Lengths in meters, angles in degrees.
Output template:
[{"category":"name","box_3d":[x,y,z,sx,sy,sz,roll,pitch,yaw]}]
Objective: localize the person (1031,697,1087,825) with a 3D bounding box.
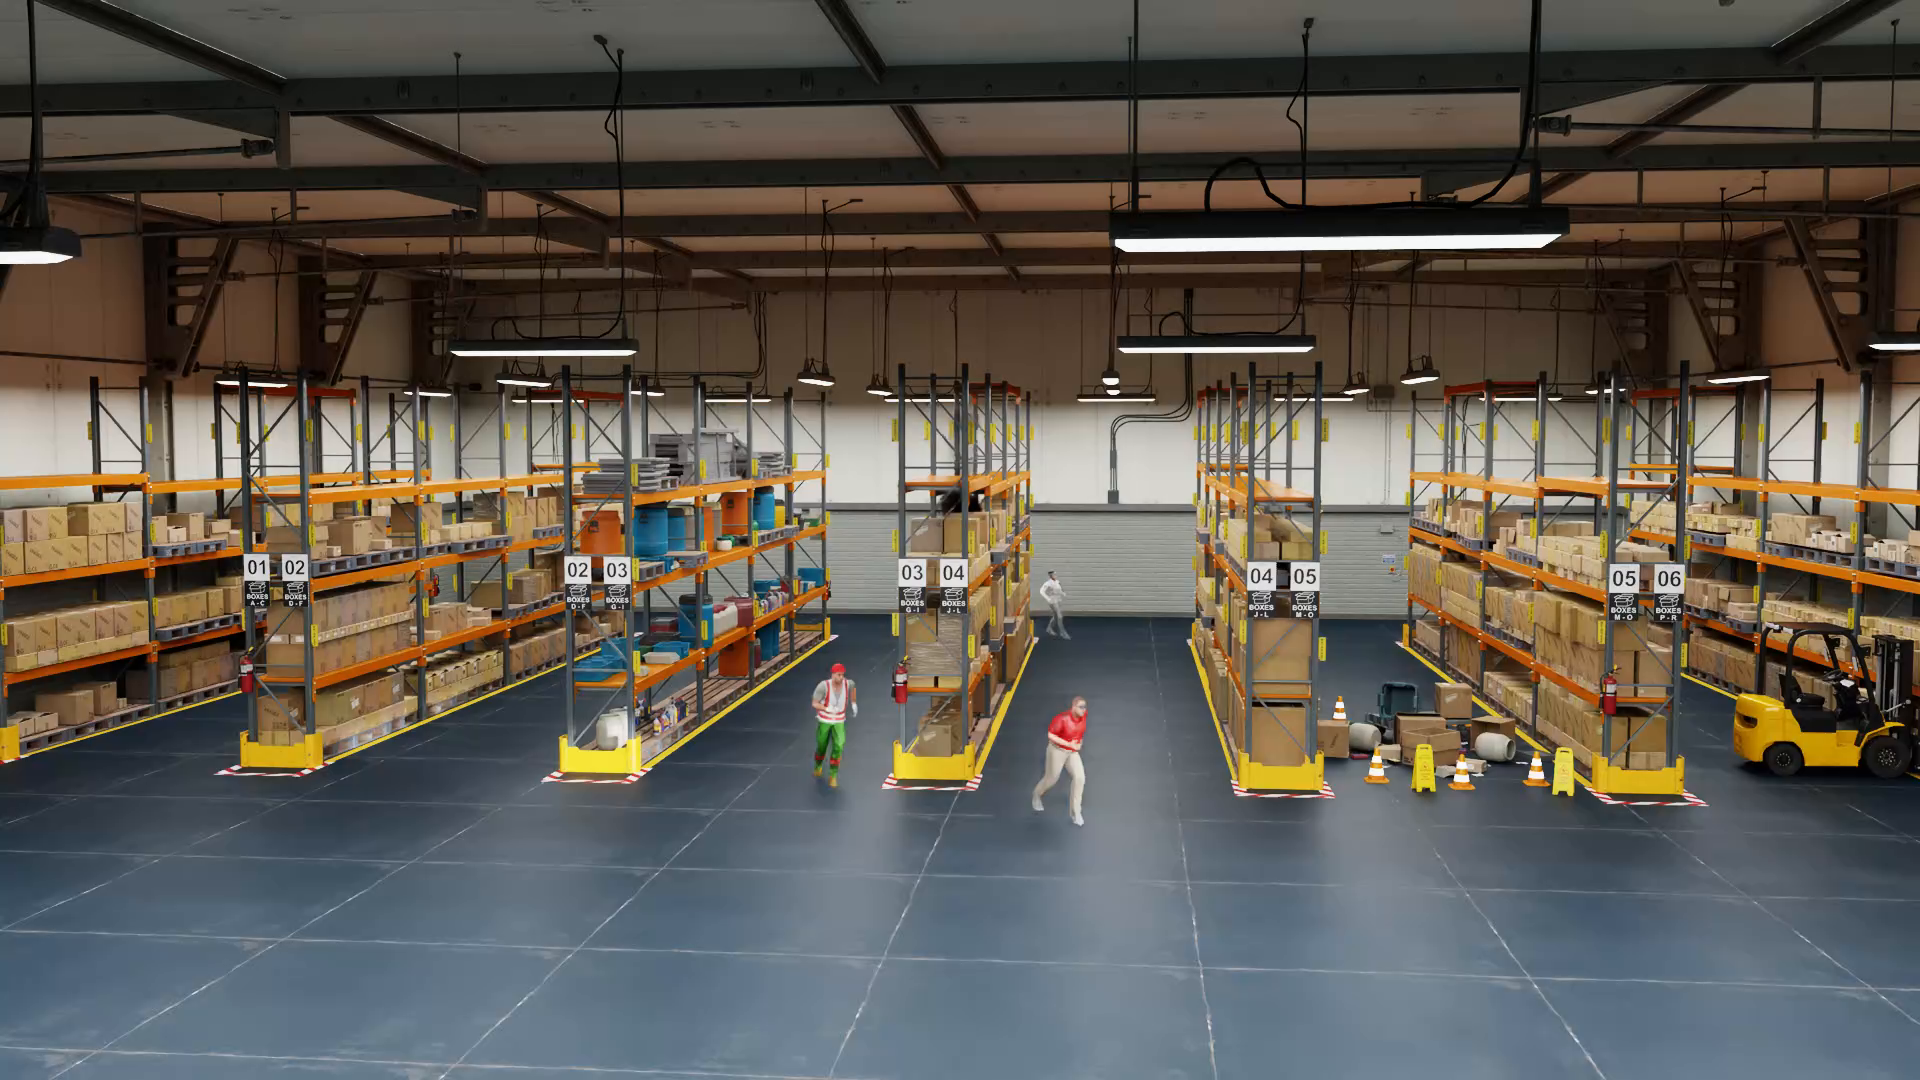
[{"category":"person","box_3d":[1.297,2.828,21.608,0.706,1.698,1.004,-3,5,-38]}]

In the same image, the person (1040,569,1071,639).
[{"category":"person","box_3d":[2.311,1.562,40.552,0.740,1.706,0.669,3,5,36]}]

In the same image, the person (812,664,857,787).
[{"category":"person","box_3d":[-1.797,2.643,23.765,0.720,1.823,0.873,-1,4,-20]}]
